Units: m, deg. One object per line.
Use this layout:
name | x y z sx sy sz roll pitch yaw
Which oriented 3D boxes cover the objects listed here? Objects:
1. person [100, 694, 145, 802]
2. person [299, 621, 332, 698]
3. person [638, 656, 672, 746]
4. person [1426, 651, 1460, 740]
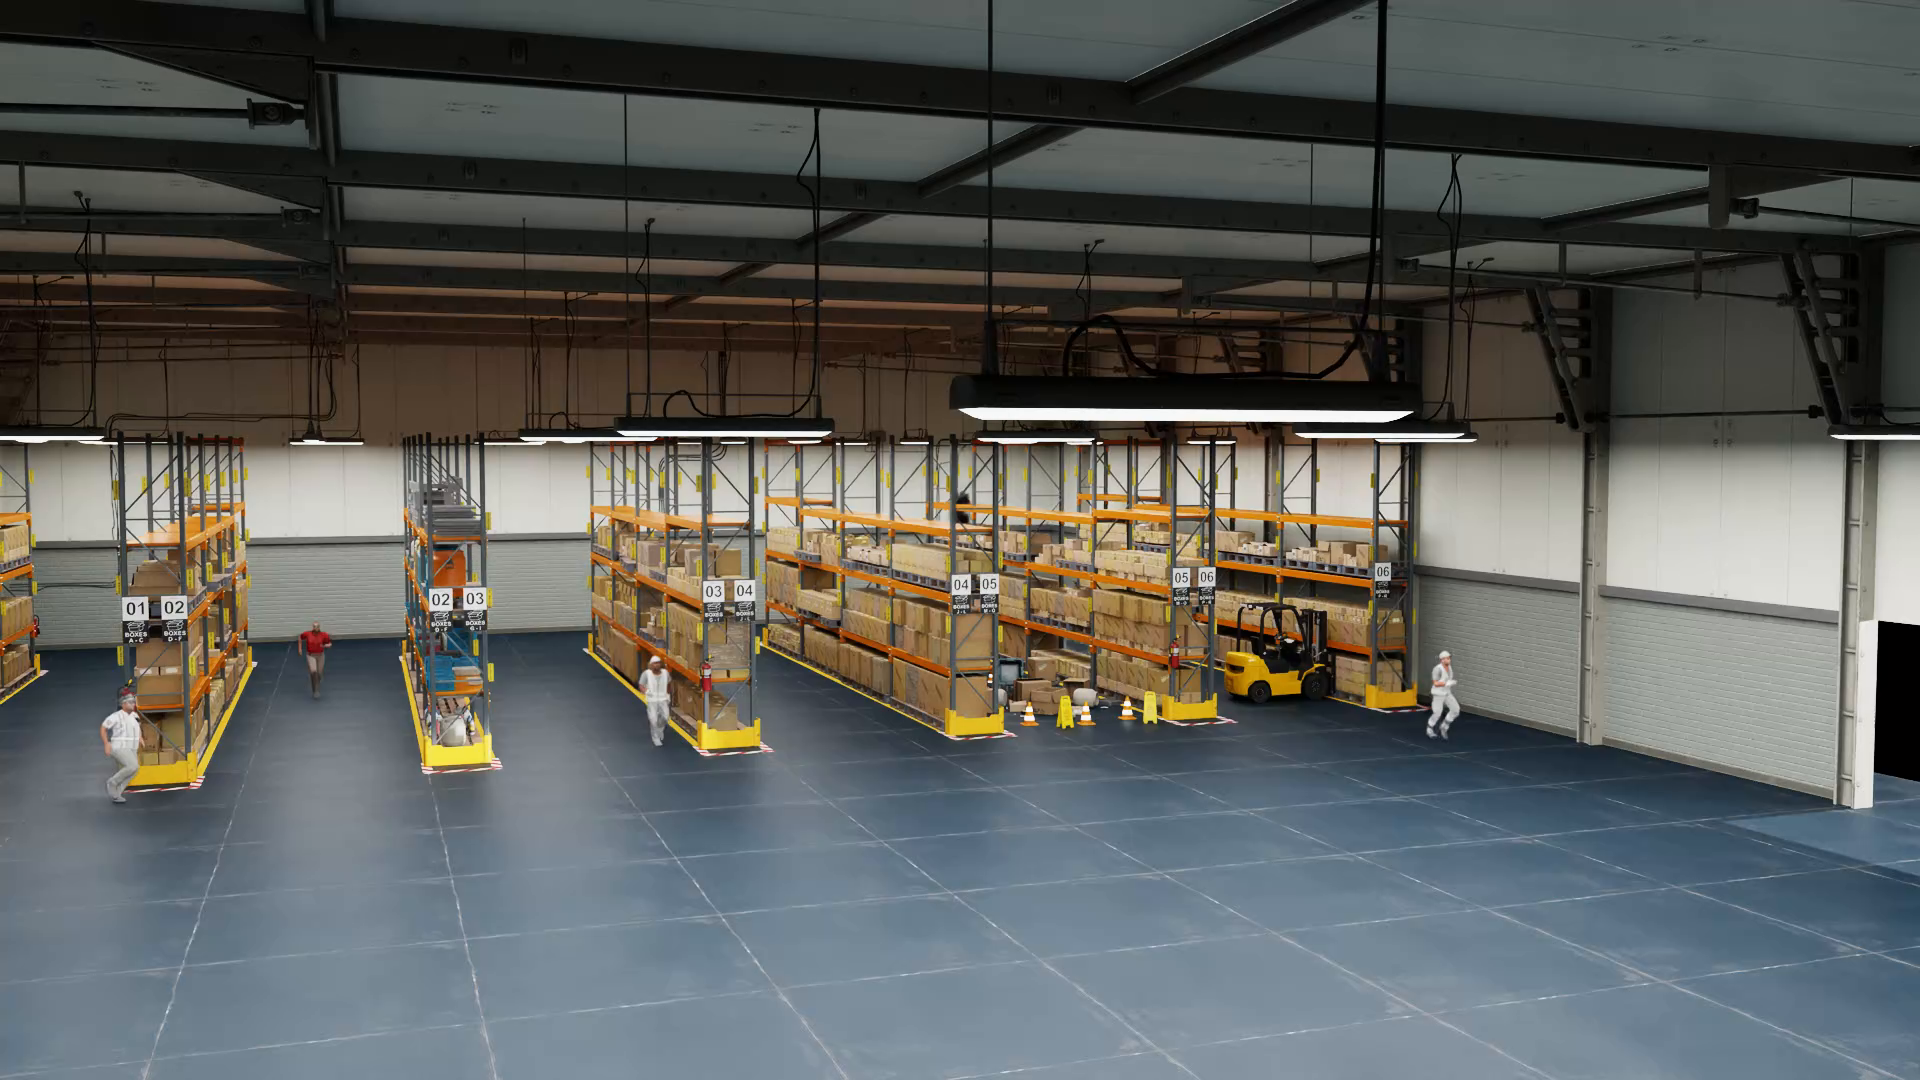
person | -13.507 3.365 27.012 0.570 1.708 0.694 1 3 15
person | -14.860 2.757 38.343 0.686 1.772 0.874 -2 4 -28
person | -5.816 3.090 31.911 0.679 1.736 0.591 -1 3 -22
person | 9.423 3.025 32.425 0.697 1.744 0.807 -2 4 -34
